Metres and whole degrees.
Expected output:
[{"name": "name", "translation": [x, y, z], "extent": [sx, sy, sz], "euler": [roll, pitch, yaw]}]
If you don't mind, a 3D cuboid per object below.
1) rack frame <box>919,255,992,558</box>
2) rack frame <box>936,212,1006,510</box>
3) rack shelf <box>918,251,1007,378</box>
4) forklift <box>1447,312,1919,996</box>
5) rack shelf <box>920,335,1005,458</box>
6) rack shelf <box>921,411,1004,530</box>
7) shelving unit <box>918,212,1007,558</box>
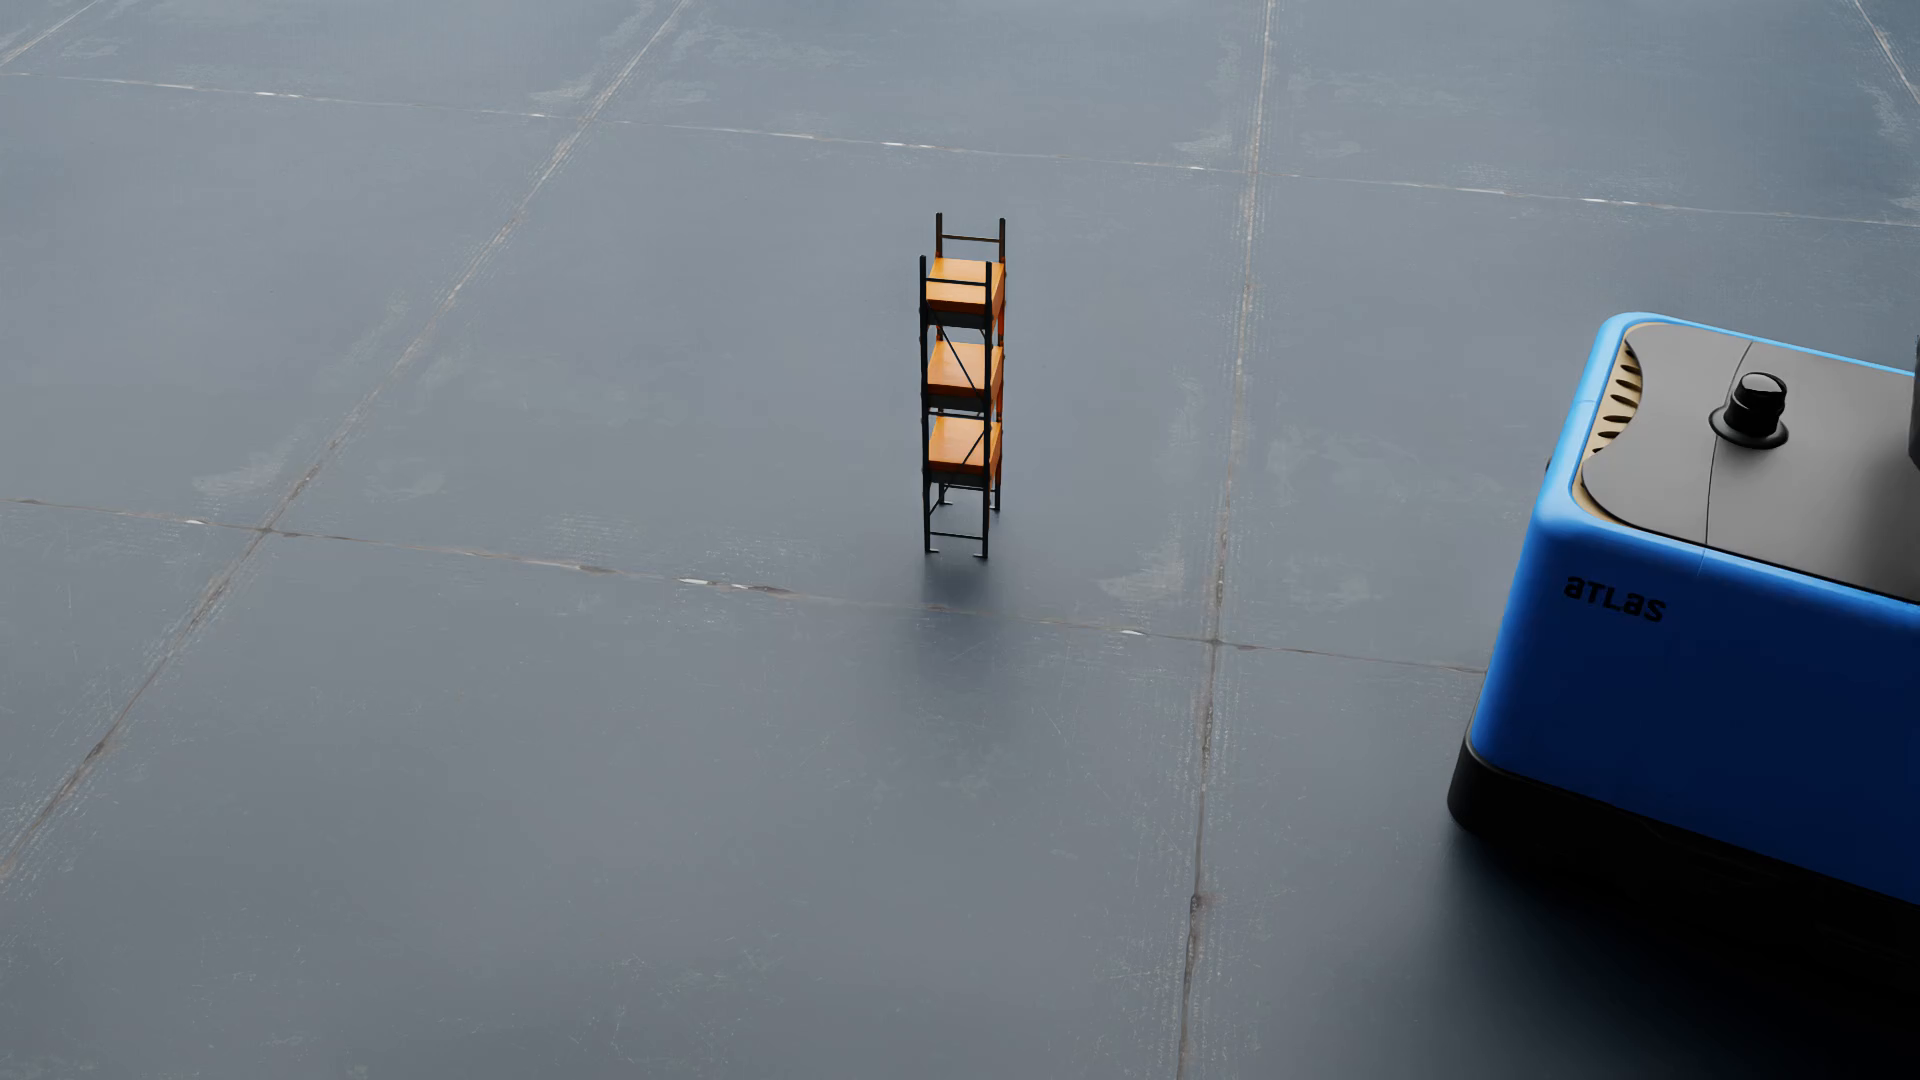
[{"name": "rack frame", "translation": [-0.012, -0.362, 4.863], "extent": [0.200, 1.050, 0.008], "euler": [6, 40, 8]}, {"name": "rack frame", "translation": [0.030, -0.515, 5.049], "extent": [0.200, 1.050, 0.008], "euler": [6, 40, 8]}, {"name": "rack shelf", "translation": [0.009, -0.649, 4.782], "extent": [0.215, 0.259, 0.240], "euler": [6, 40, 8]}, {"name": "forklift", "translation": [2.816, -0.222, 3.218], "extent": [3.031, 2.935, 1.130], "euler": [17, 43, 20]}, {"name": "rack shelf", "translation": [0.009, -0.430, 4.963], "extent": [0.215, 0.259, 0.240], "euler": [6, 40, 8]}, {"name": "rack shelf", "translation": [0.009, -0.216, 5.140], "extent": [0.215, 0.259, 0.240], "euler": [6, 40, 8]}, {"name": "shelving unit", "translation": [0.009, -0.438, 4.956], "extent": [0.215, 1.050, 0.252], "euler": [6, 40, 8]}]
